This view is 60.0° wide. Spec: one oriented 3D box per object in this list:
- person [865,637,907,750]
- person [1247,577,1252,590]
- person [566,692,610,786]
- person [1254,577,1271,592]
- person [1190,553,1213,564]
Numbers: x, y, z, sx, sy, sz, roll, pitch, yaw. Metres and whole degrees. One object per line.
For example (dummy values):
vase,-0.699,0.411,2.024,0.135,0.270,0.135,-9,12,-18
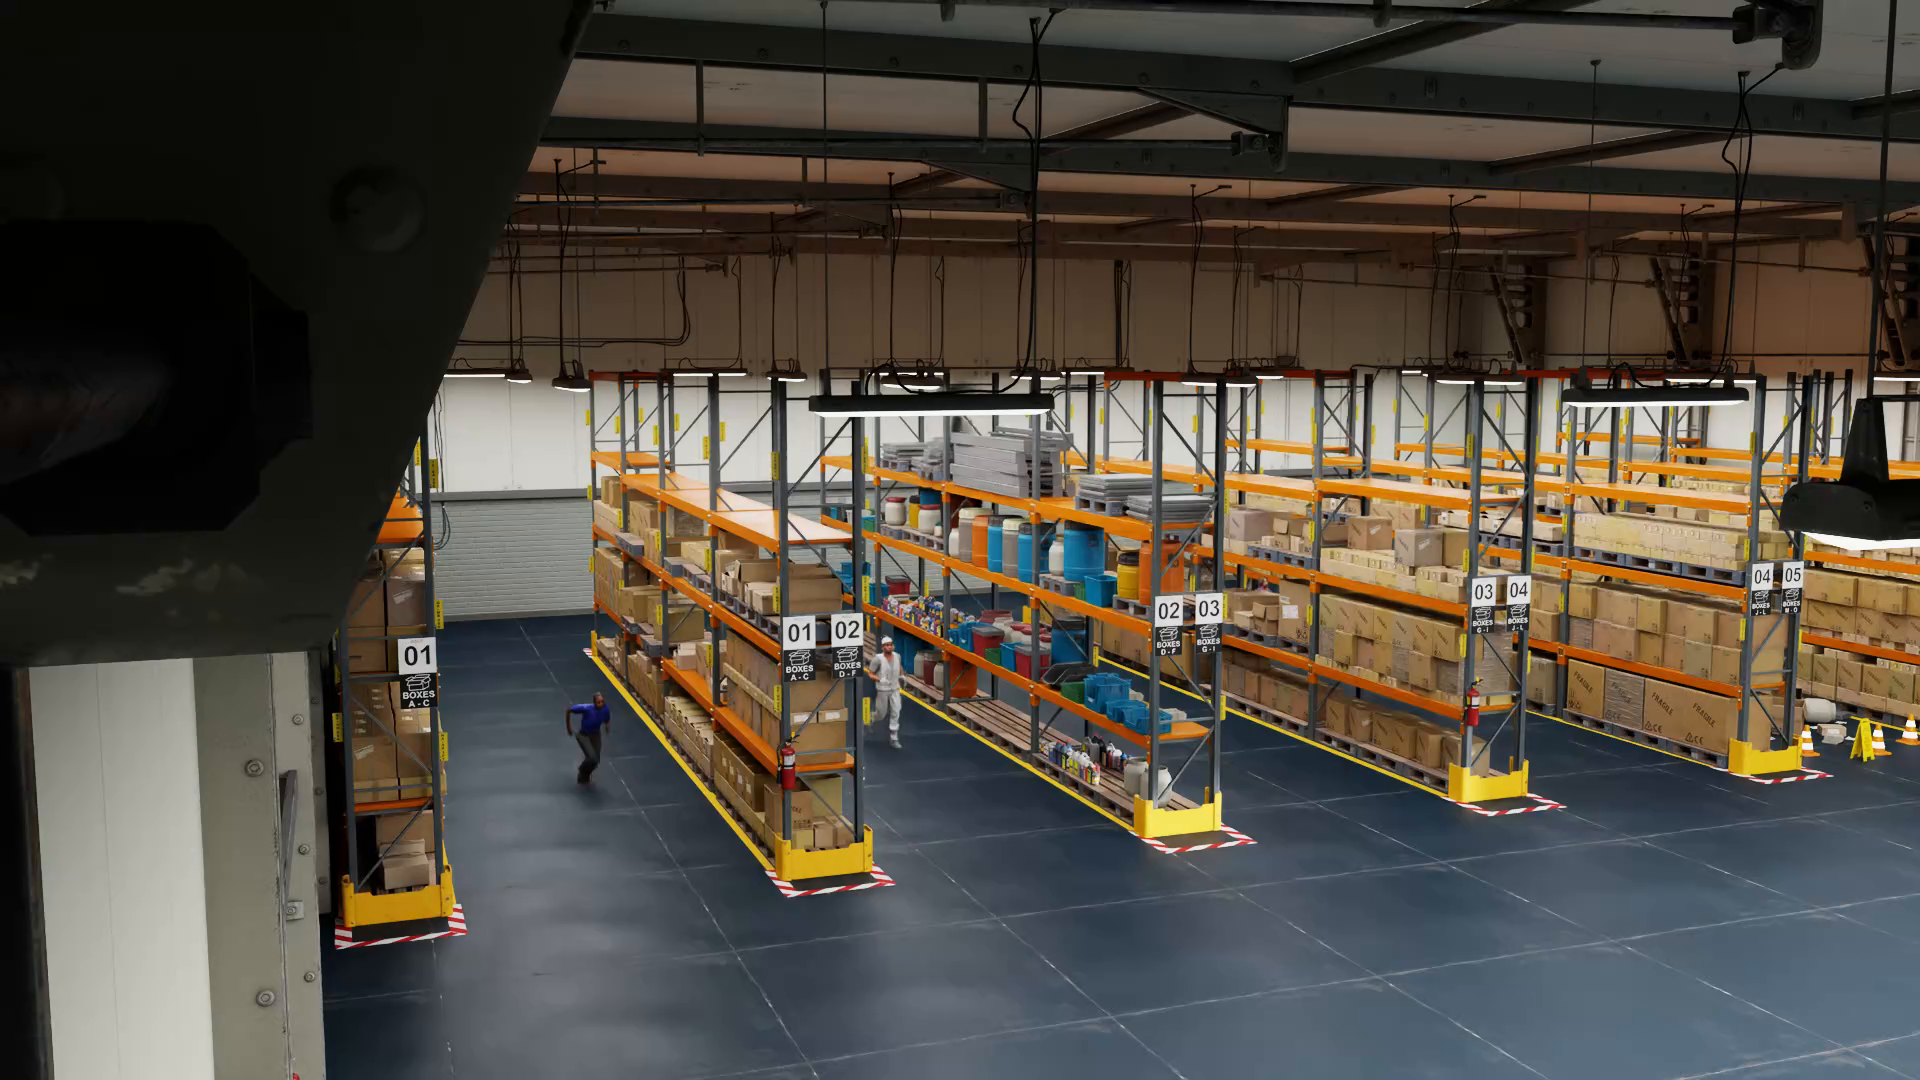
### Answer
person,-1.195,2.441,26.993,0.667,1.786,0.956,-3,7,-29
person,7.263,0.835,41.576,0.574,1.724,0.653,-4,7,-31
person,-5.390,2.904,24.155,0.601,1.486,0.846,-6,8,-41
person,6.538,1.571,35.792,0.533,1.554,0.543,-3,7,-23
person,5.983,0.875,41.283,0.710,1.725,0.678,4,7,30
